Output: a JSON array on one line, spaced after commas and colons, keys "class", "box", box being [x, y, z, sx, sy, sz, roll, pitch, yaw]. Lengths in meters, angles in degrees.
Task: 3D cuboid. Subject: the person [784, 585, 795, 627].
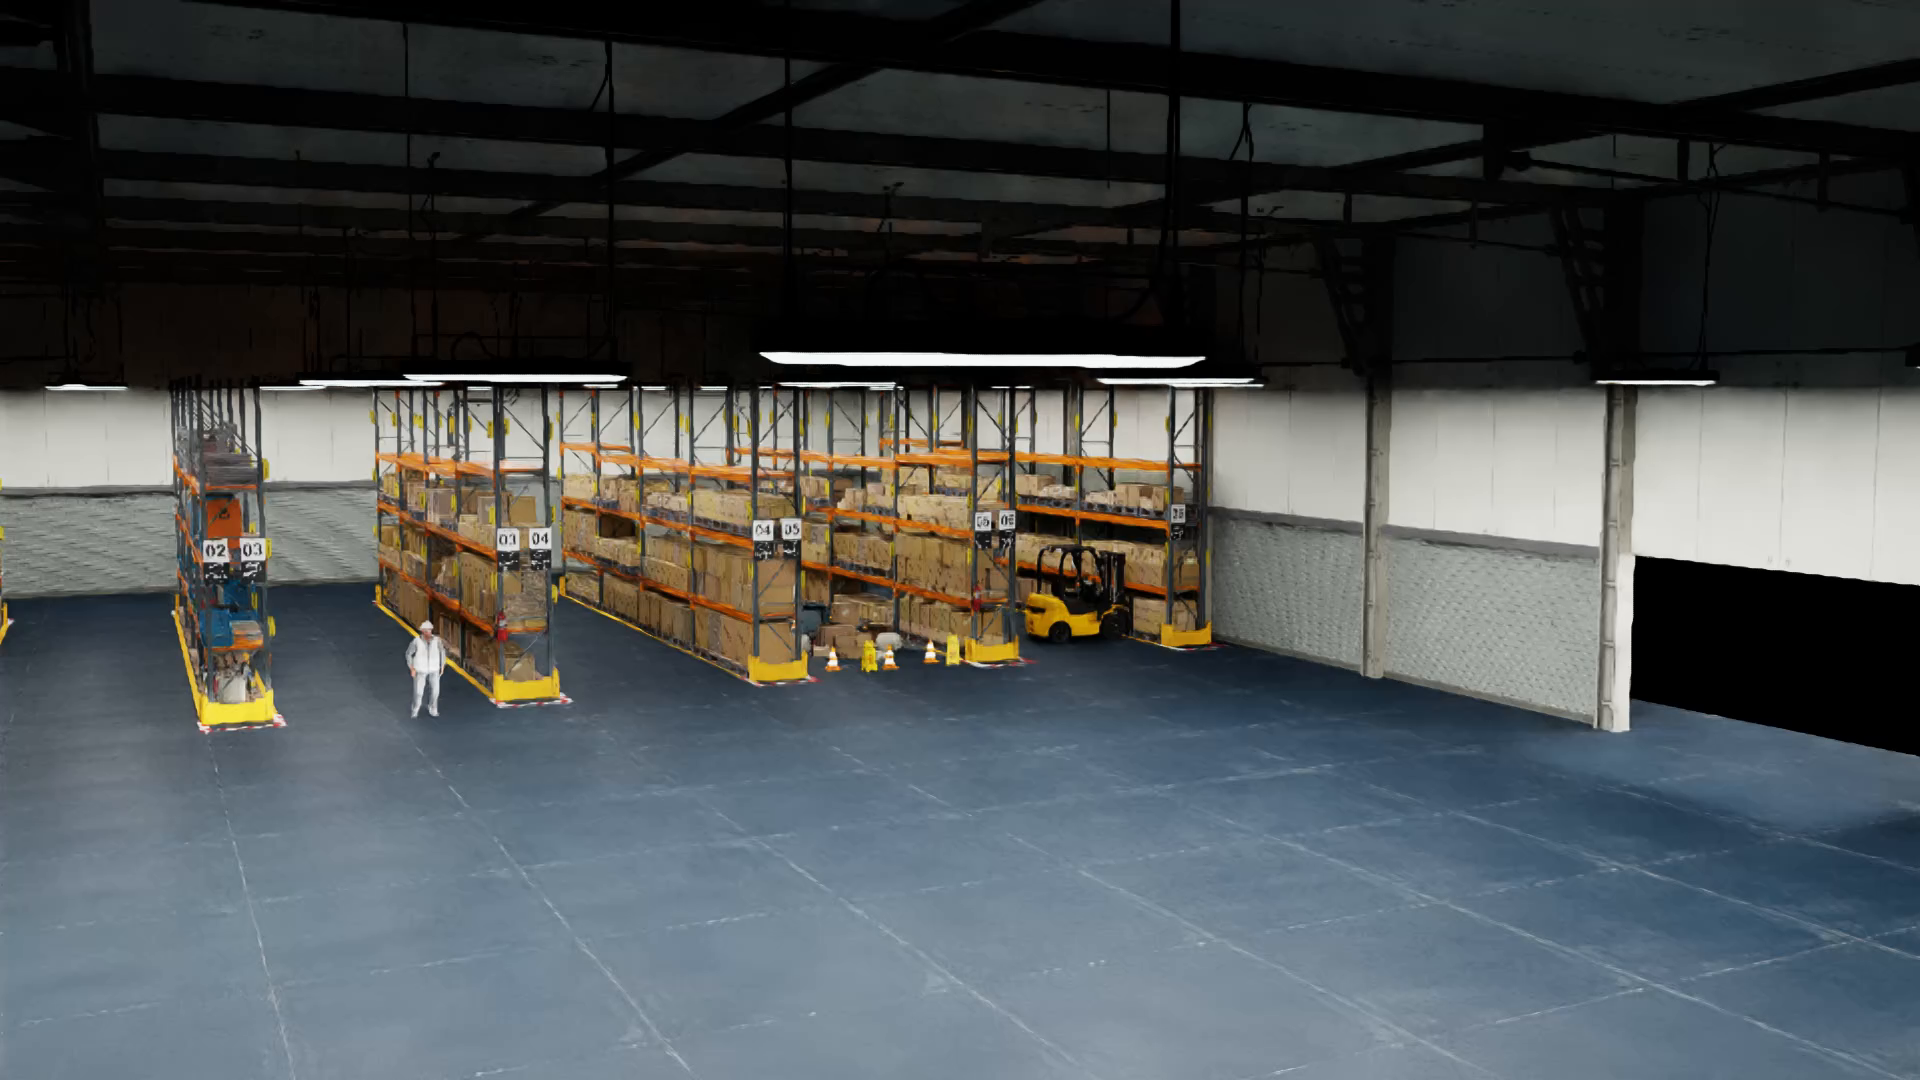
[{"class": "person", "box": [-4.108, 1.298, 39.573, 0.486, 1.776, 0.608, 0, 5, -4]}]

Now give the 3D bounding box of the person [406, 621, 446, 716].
[{"class": "person", "box": [-9.400, 2.266, 29.300, 0.677, 1.726, 0.574, -3, 6, -28]}]
